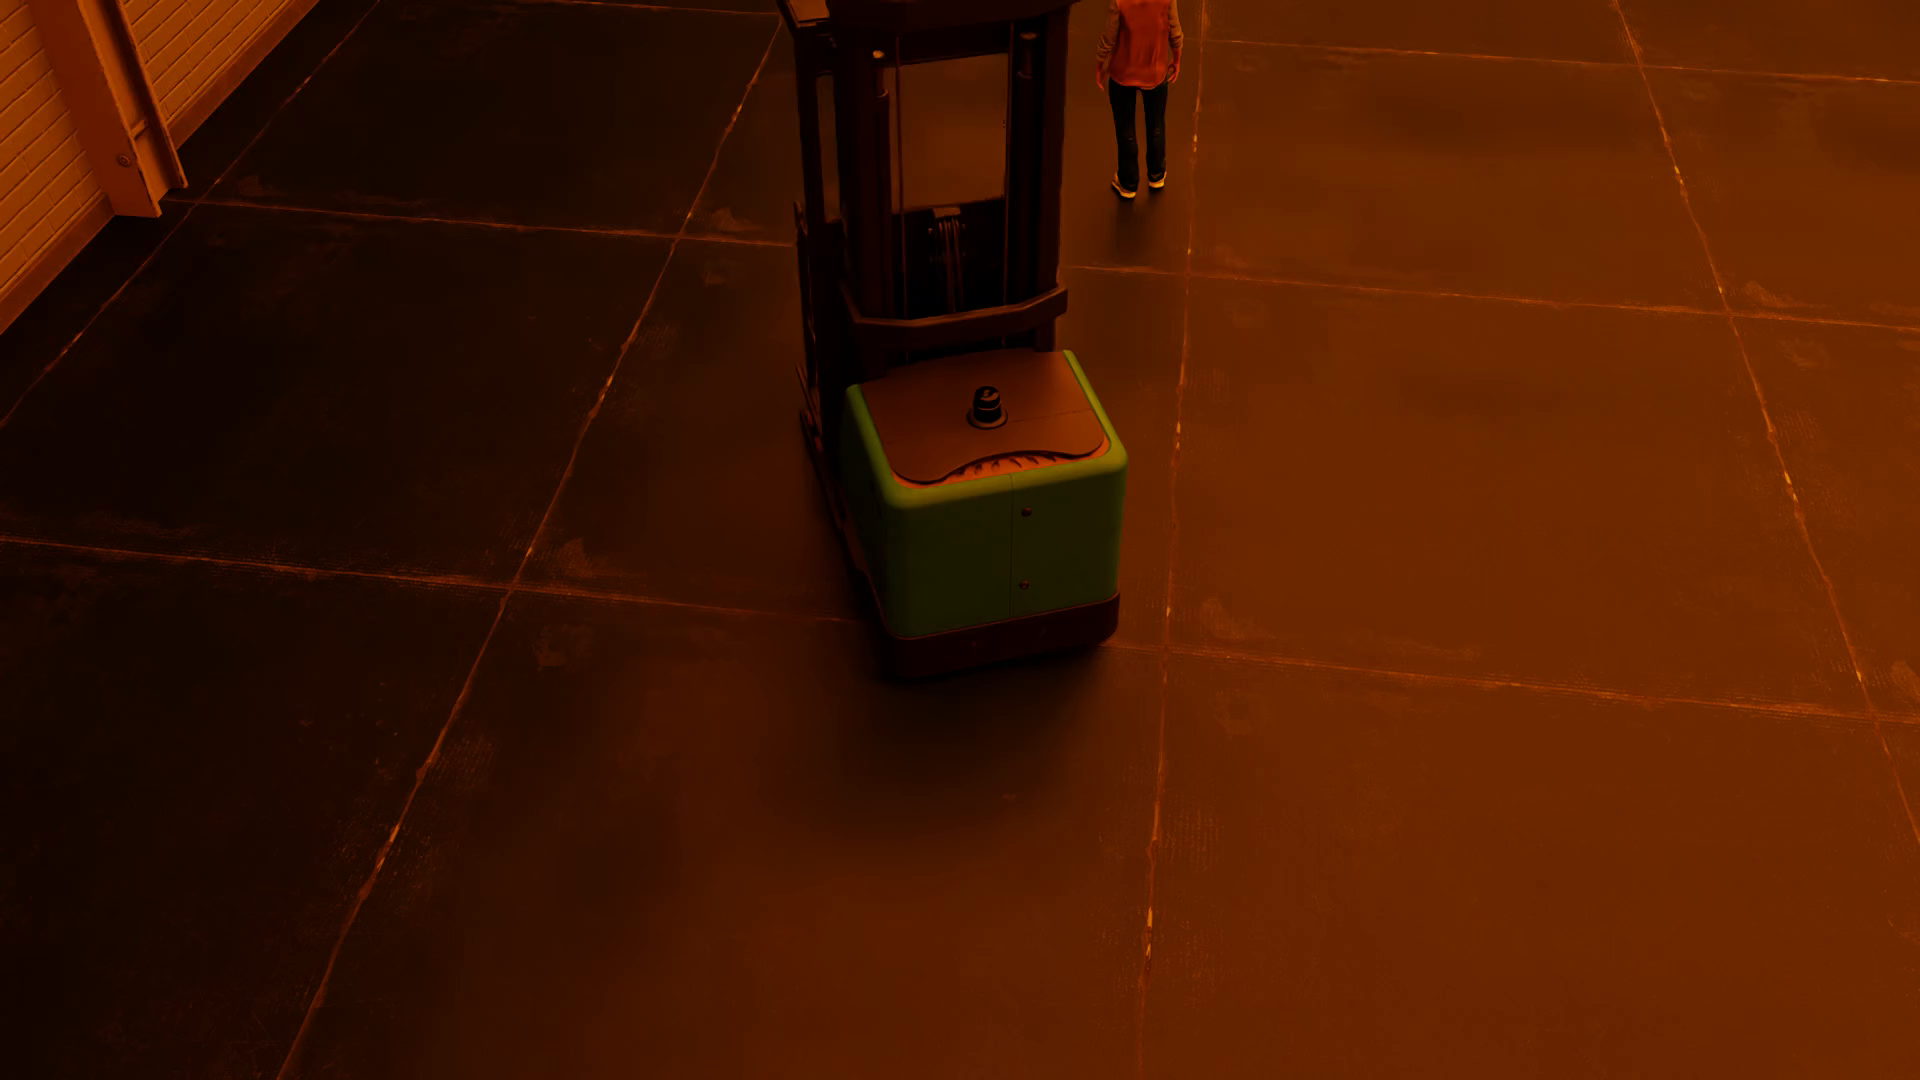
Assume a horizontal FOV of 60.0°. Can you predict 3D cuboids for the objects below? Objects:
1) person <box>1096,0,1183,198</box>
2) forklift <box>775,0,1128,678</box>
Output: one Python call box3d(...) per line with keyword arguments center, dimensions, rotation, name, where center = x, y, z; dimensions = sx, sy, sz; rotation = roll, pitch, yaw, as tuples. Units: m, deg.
box3d(center=(1.034, -2.746, 9.690), dimensions=(0.519, 1.598, 0.474), rotation=(-2, 43, -3), name="person")
box3d(center=(-0.182, -1.498, 7.355), dimensions=(1.130, 2.935, 3.031), rotation=(-10, 44, -11), name="forklift")
